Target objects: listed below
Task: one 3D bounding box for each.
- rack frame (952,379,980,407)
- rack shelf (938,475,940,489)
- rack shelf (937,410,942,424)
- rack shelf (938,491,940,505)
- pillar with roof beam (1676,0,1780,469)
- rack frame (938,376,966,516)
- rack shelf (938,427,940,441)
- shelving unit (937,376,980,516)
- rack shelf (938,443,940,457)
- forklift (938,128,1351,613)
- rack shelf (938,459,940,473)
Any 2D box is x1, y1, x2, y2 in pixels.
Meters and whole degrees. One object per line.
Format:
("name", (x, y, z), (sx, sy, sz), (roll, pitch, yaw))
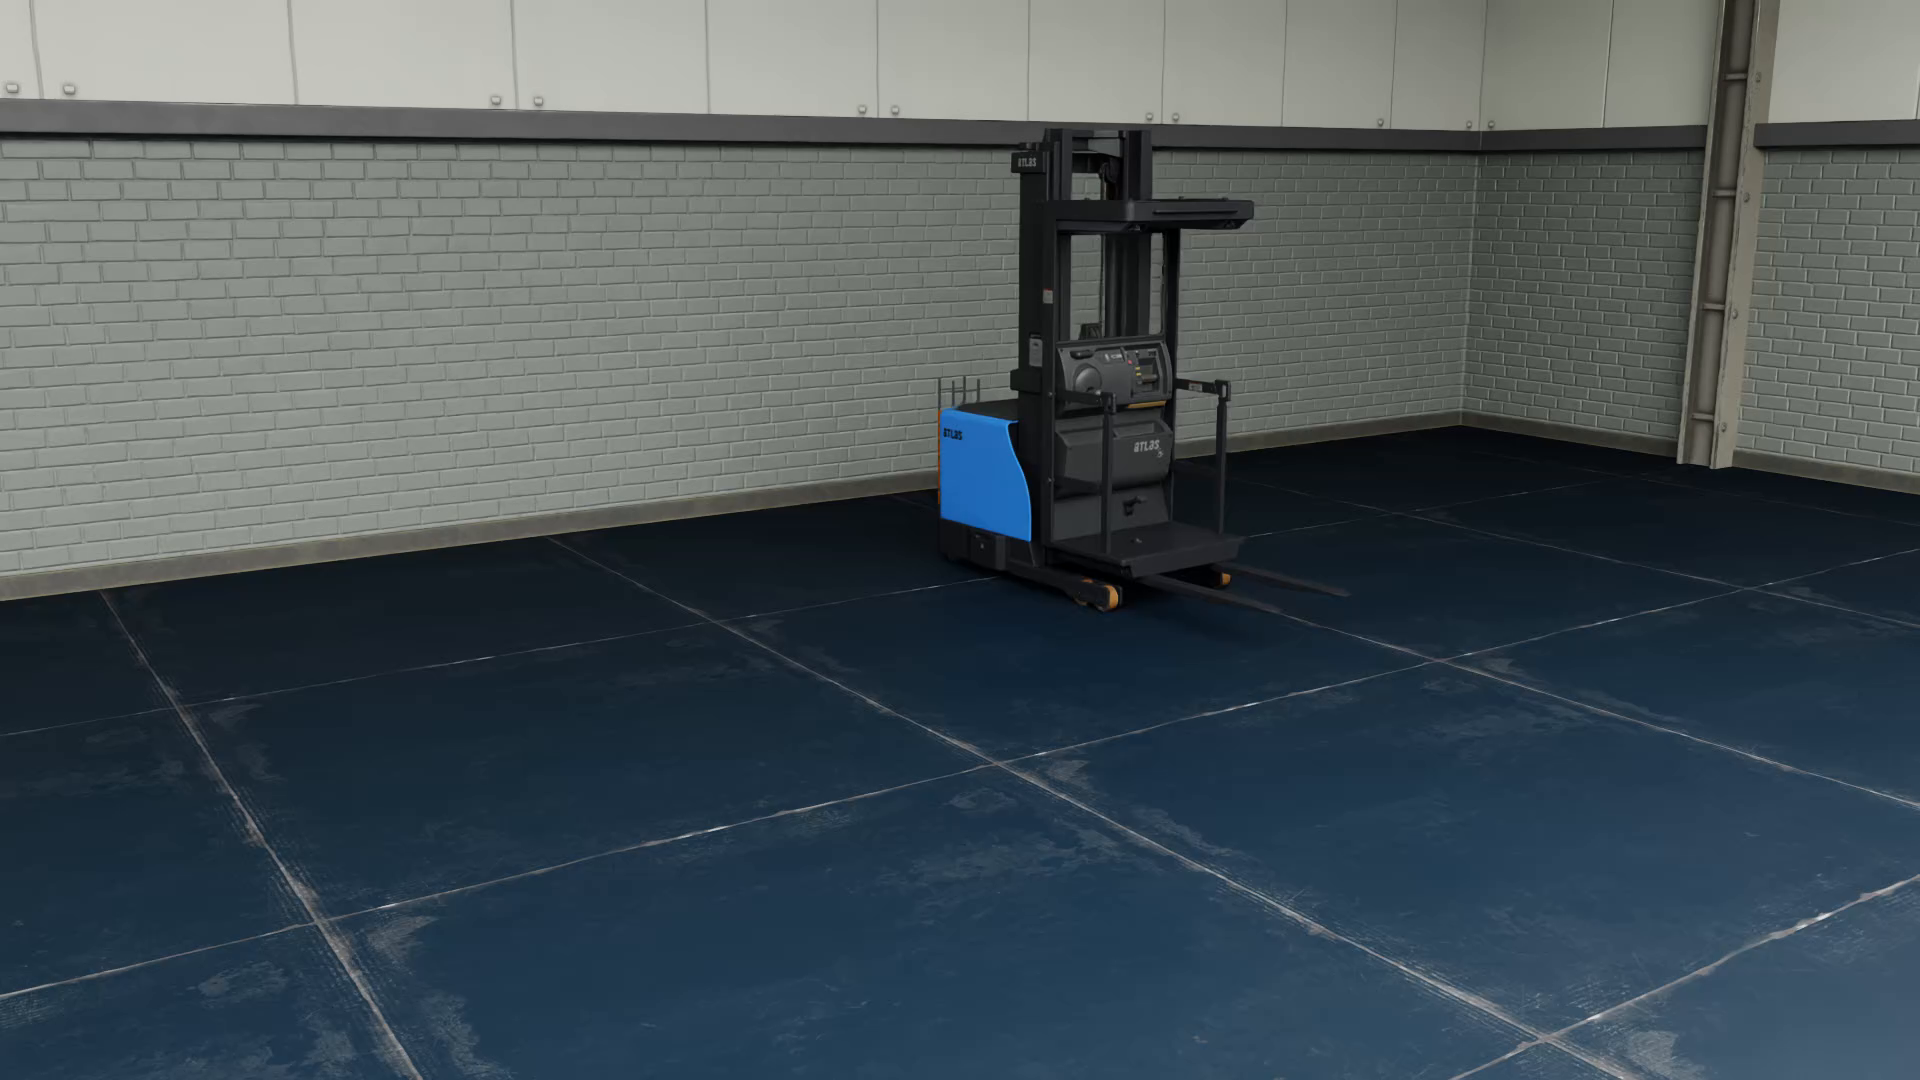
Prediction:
("rack frame", (0.043, -0.572, 12.171), (0.240, 1.200, 0.006), (-8, 15, -33))
("rack shelf", (-0.008, -0.428, 12.280), (0.258, 0.103, 0.180), (-8, 15, -33))
("rack shelf", (-0.008, -0.897, 12.178), (0.258, 0.103, 0.180), (-8, 15, -33))
("rack shelf", (-0.008, -0.311, 12.306), (0.258, 0.103, 0.180), (-8, 15, -33))
("pillar with roof beam", (3.402, -4.595, 12.310), (9.100, 9.000, 0.400), (-8, 15, -33))
("rack frame", (-0.059, -0.605, 12.320), (0.240, 1.200, 0.006), (-8, 15, -33))
("rack shelf", (-0.008, -0.780, 12.204), (0.258, 0.103, 0.180), (-8, 15, -33))
("shelving unit", (-0.008, -0.589, 12.245), (0.258, 1.200, 0.189), (-8, 15, -33))
("rack shelf", (-0.008, -0.663, 12.229), (0.258, 0.103, 0.180), (-8, 15, -33))
("forklift", (1.135, -1.107, 10.563), (1.130, 2.935, 3.031), (-9, 15, -36))
("rack shelf", (-0.008, -0.545, 12.255), (0.258, 0.103, 0.180), (-8, 15, -33))
